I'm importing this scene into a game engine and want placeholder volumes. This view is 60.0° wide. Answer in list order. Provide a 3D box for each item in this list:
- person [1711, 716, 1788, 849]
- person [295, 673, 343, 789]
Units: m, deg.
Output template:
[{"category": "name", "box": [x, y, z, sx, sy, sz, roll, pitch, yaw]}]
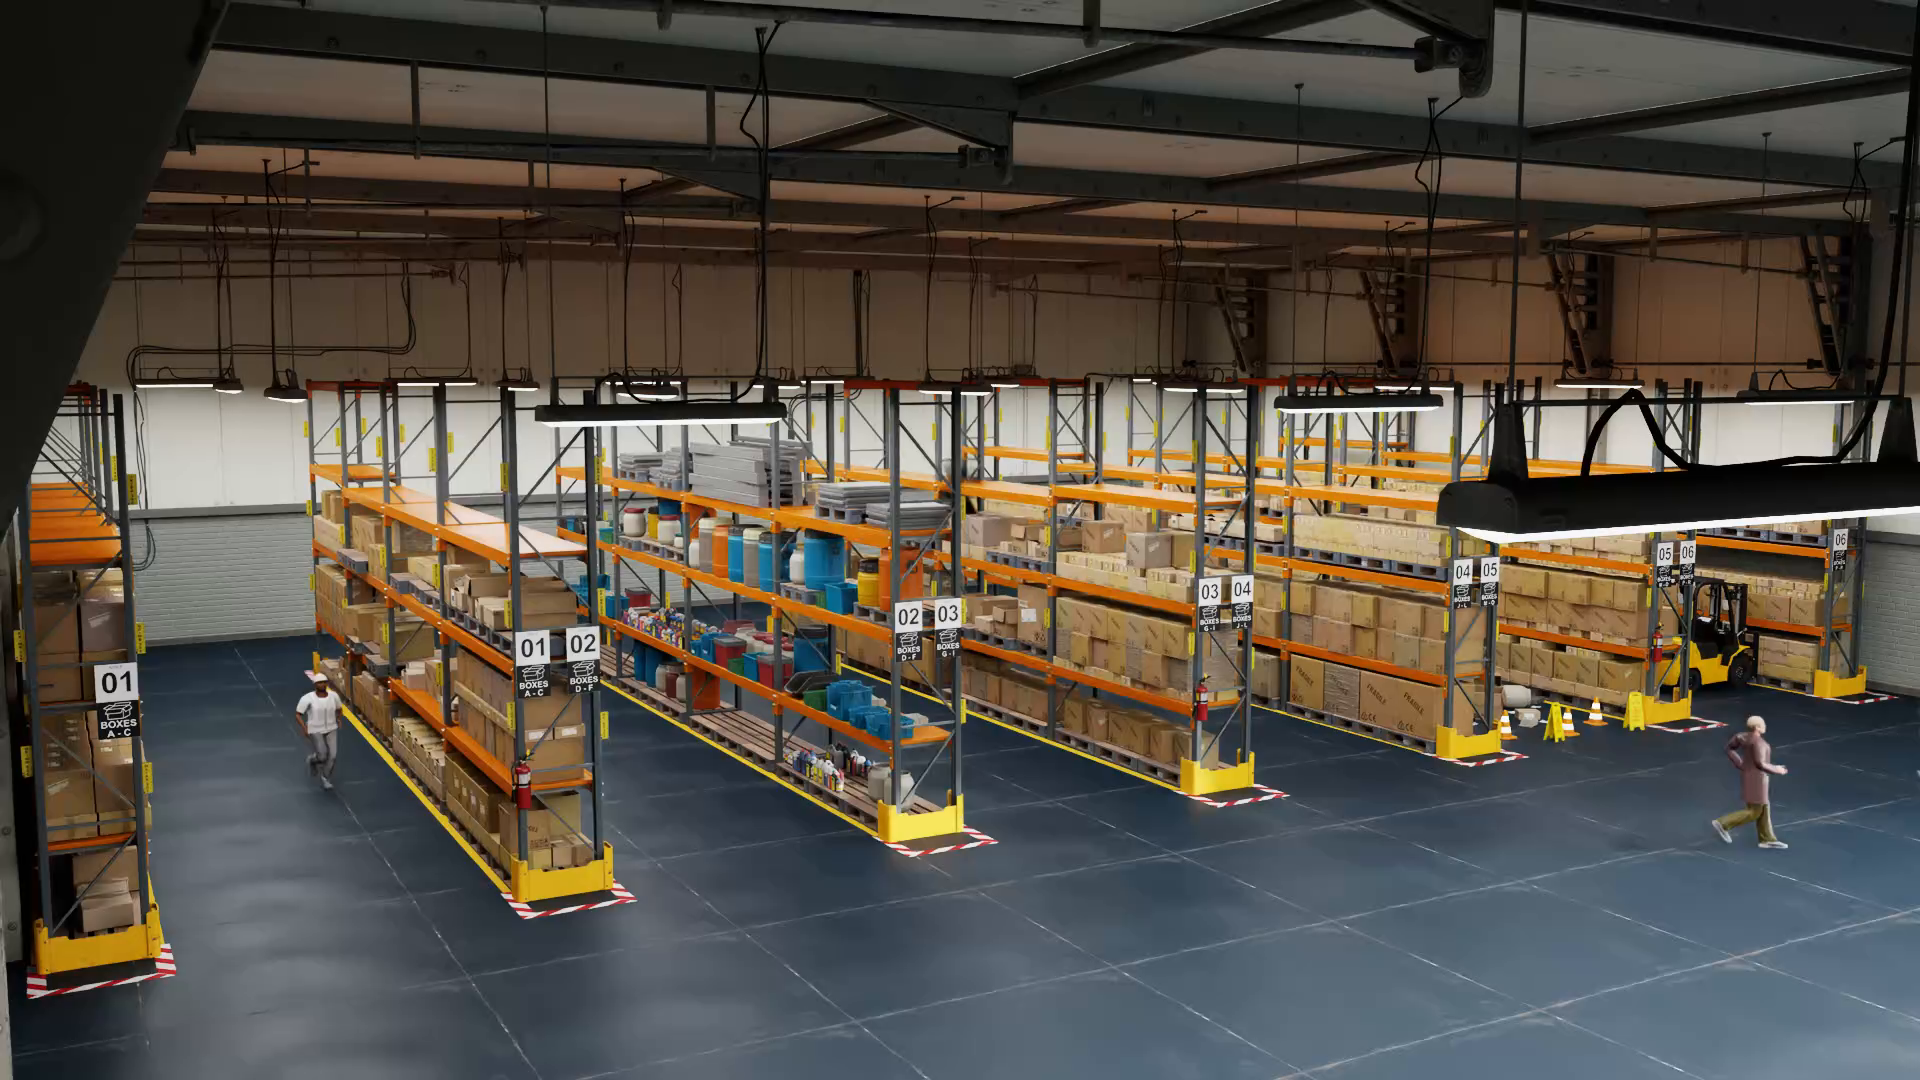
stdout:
[{"category": "person", "box": [10.284, 3.157, 21.602, 1.018, 1.767, 0.709, 0, 6, 3]}, {"category": "person", "box": [-9.537, 2.840, 24.852, 0.702, 1.721, 0.589, -5, 8, -42]}]
